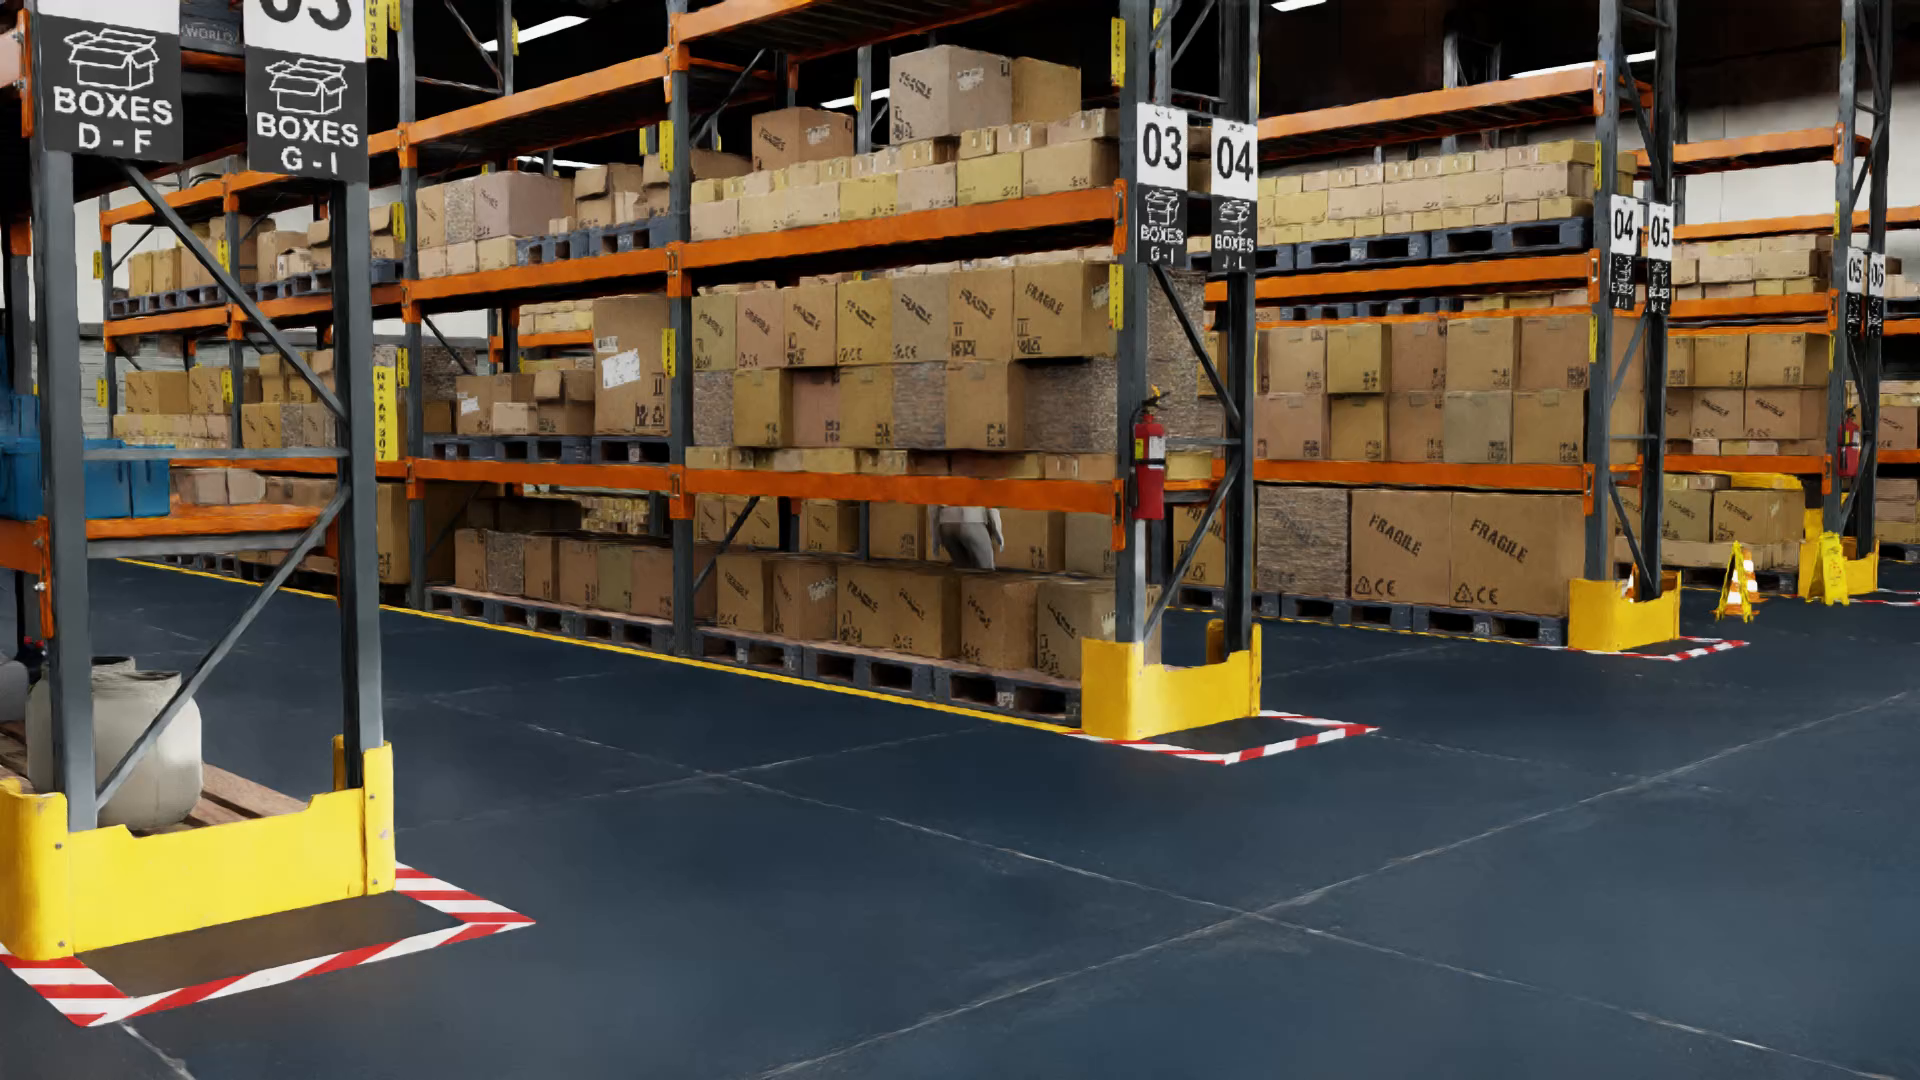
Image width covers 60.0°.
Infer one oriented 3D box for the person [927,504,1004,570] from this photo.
[{"bbox_3d":[0.090,-0.050,11.954,0.617,1.633,0.460,3,5,36],"label":"person"}]
